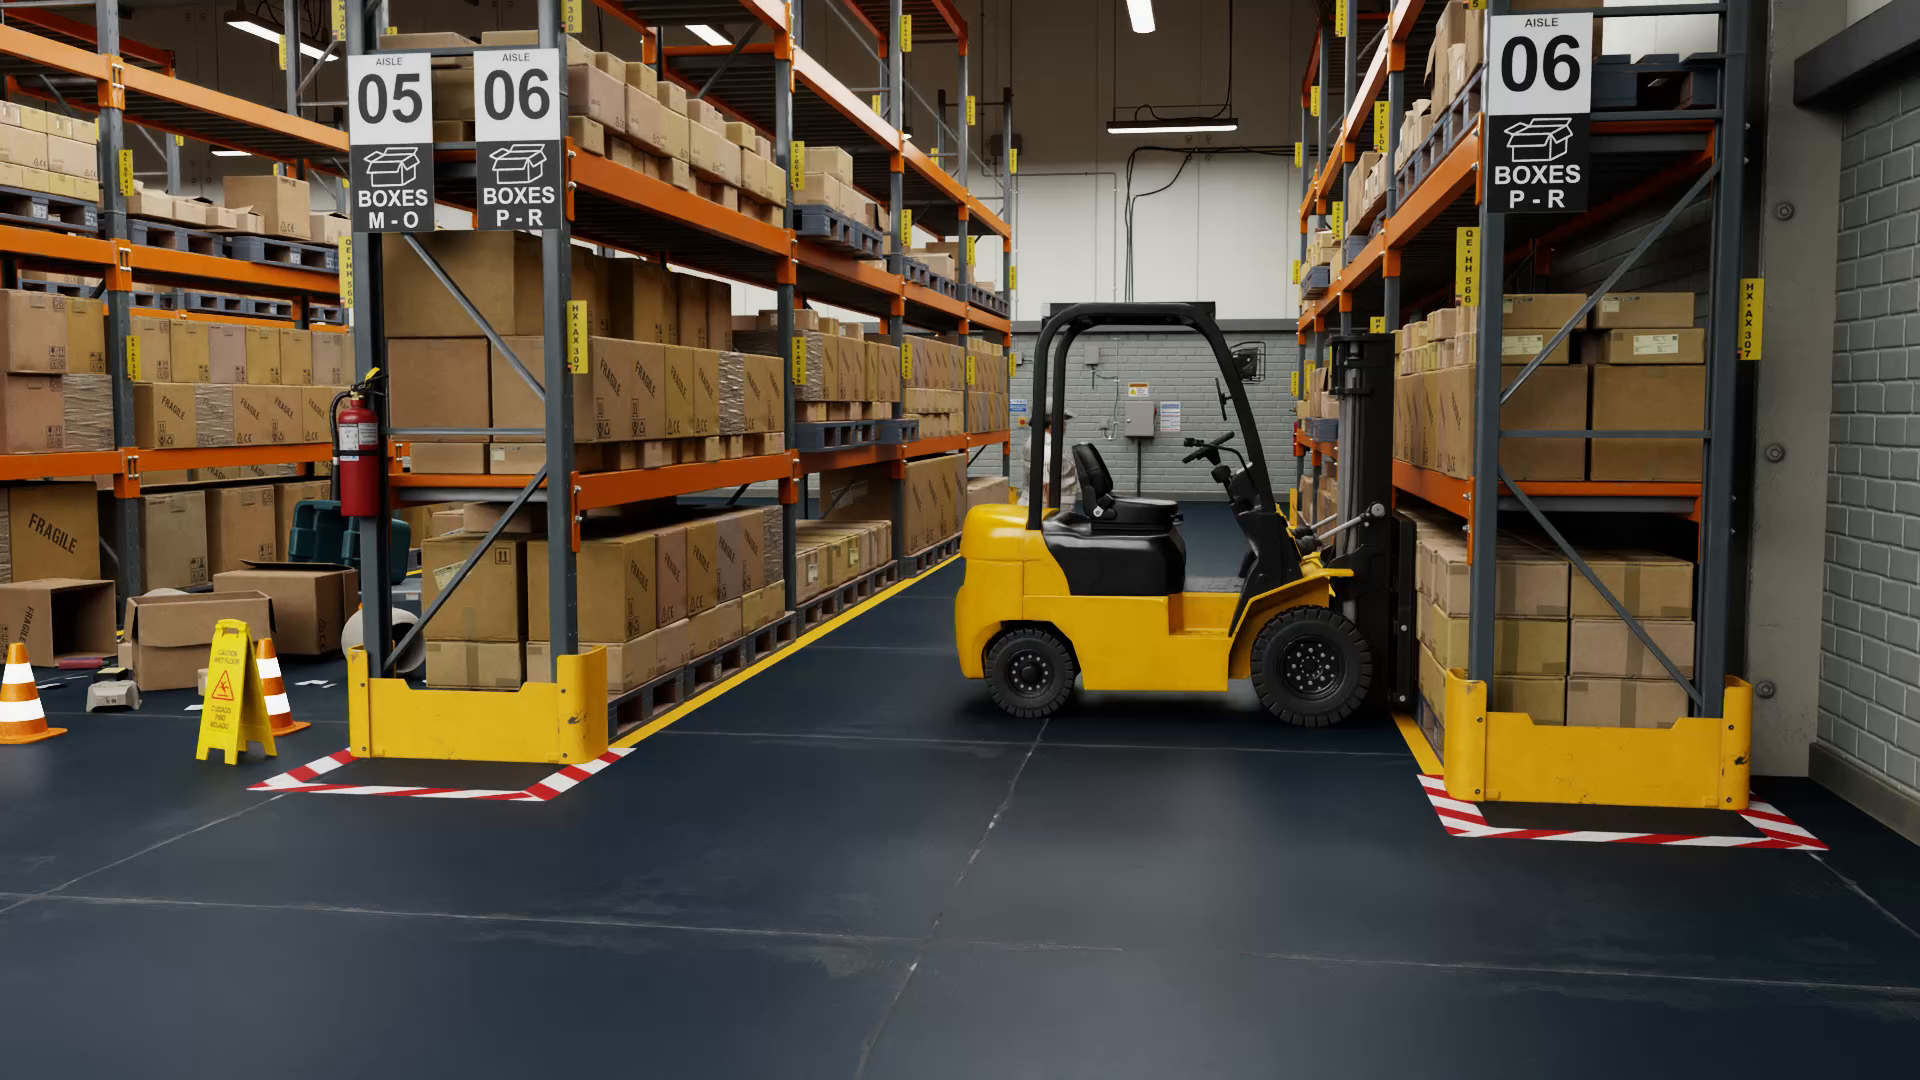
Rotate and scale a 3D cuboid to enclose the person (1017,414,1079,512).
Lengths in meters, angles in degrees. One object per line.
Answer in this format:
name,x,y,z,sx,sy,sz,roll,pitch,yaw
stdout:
person,0.555,-0.033,10.616,0.406,1.675,0.617,-1,5,-11
